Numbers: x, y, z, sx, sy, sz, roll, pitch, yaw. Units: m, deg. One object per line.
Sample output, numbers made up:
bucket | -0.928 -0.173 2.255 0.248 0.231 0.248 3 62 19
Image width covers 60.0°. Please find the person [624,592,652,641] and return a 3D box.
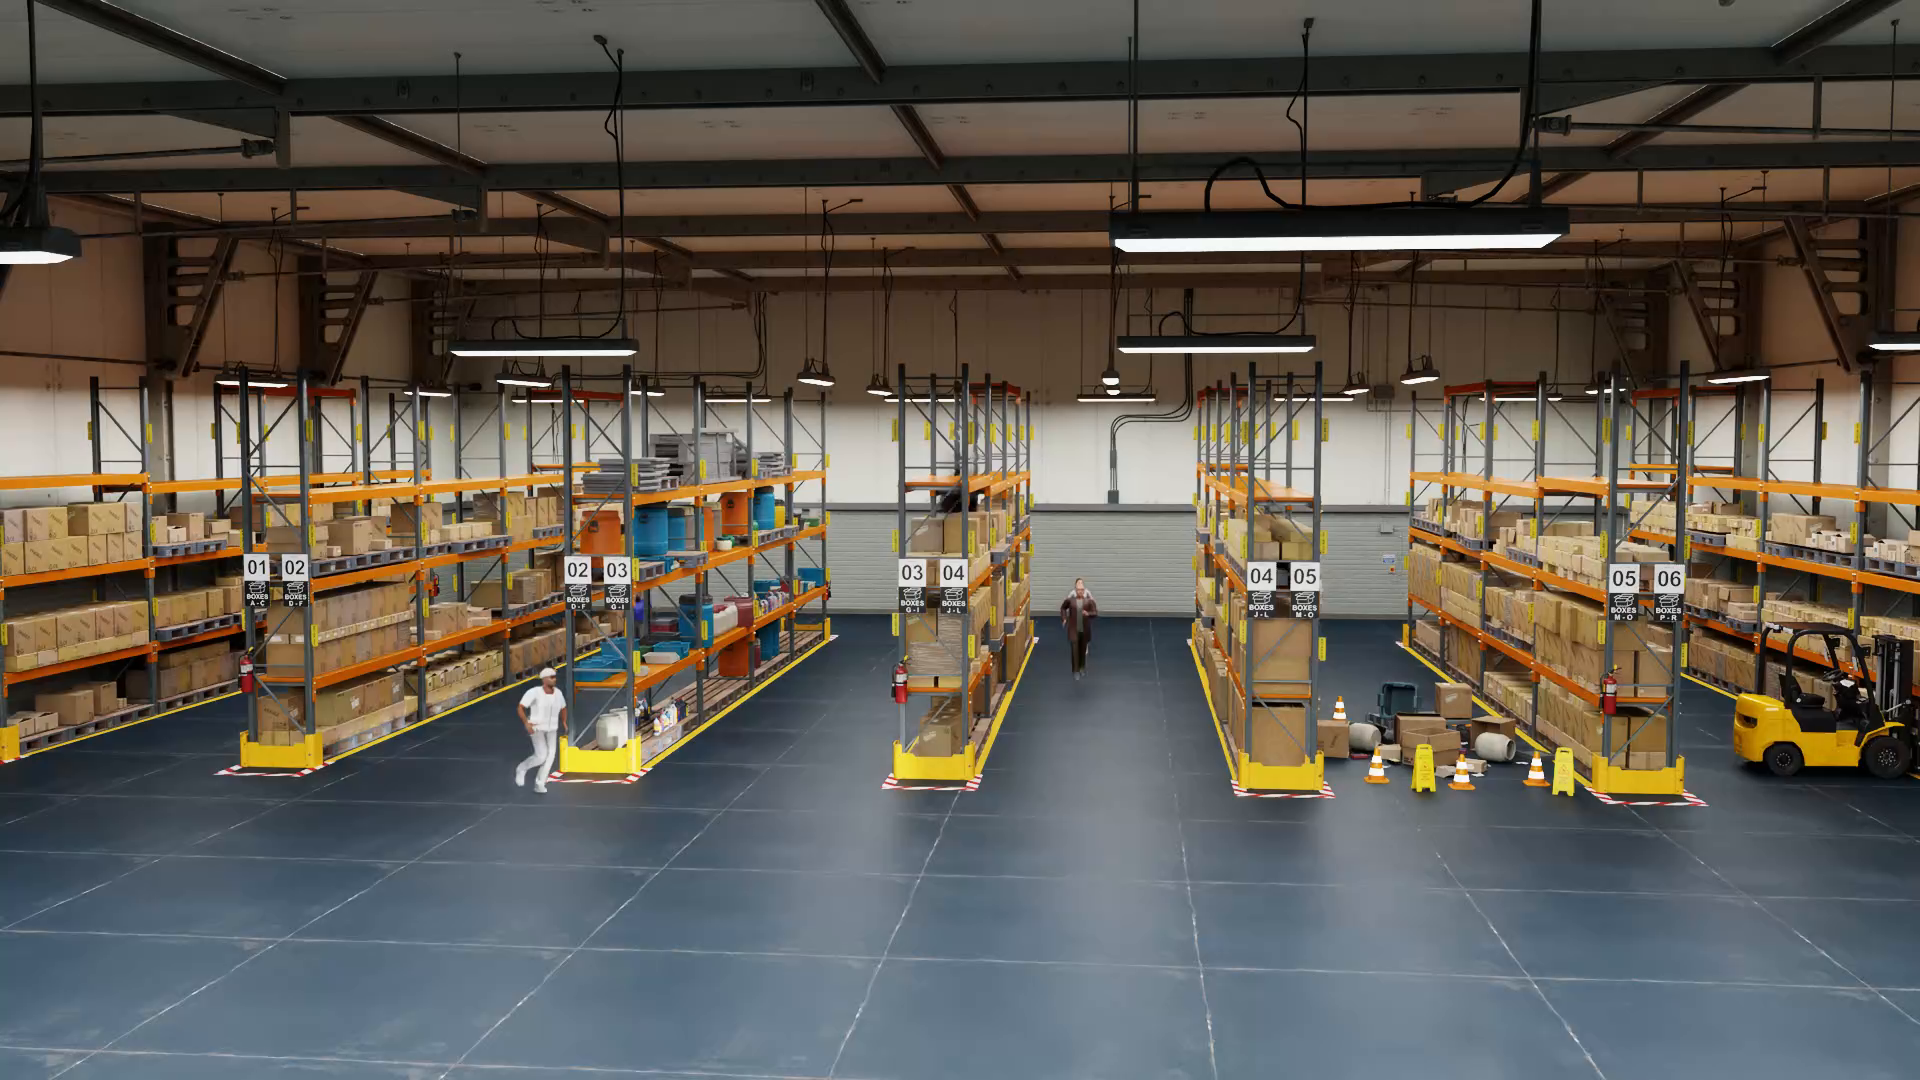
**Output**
person | -6.915 1.871 35.678 0.581 1.665 0.924 0 4 -7

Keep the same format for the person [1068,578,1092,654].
person | 2.745 1.734 38.024 0.599 1.730 0.800 0 4 -2

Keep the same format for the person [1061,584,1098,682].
person | 2.294 1.755 31.910 0.687 1.820 0.928 0 4 -2

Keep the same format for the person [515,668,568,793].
person | -5.844 2.649 23.373 0.593 1.711 0.752 3 5 40
